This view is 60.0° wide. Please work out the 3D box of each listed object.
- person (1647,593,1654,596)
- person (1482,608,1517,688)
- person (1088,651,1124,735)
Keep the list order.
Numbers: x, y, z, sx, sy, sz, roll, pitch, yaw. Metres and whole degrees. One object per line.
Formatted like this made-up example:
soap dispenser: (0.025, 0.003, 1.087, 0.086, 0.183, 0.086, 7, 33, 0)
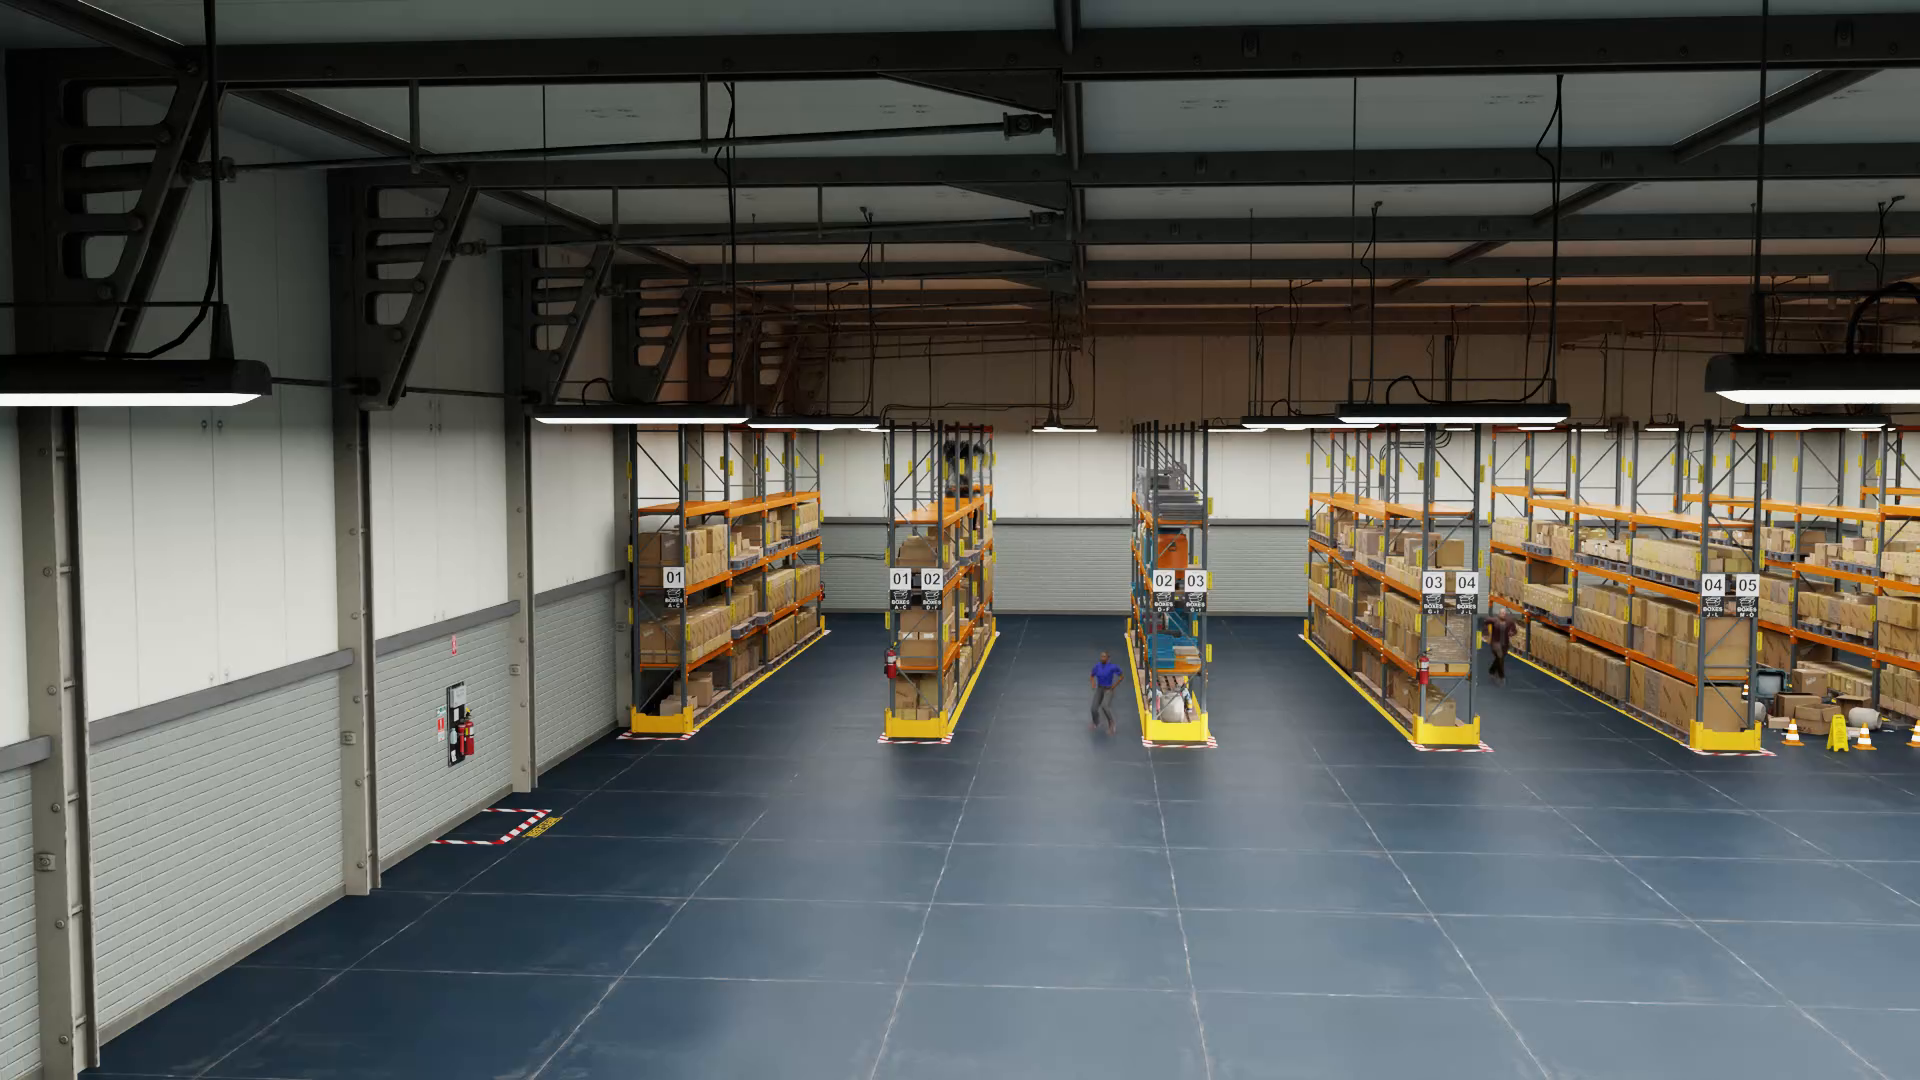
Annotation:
person: (17.394, 2.226, 41.857, 0.600, 1.785, 0.853, 0, 4, -4)
person: (12.361, 2.443, 38.174, 0.702, 1.801, 1.055, 0, 4, -5)
person: (2.763, 2.915, 31.925, 0.752, 1.600, 0.677, 2, 4, 27)
